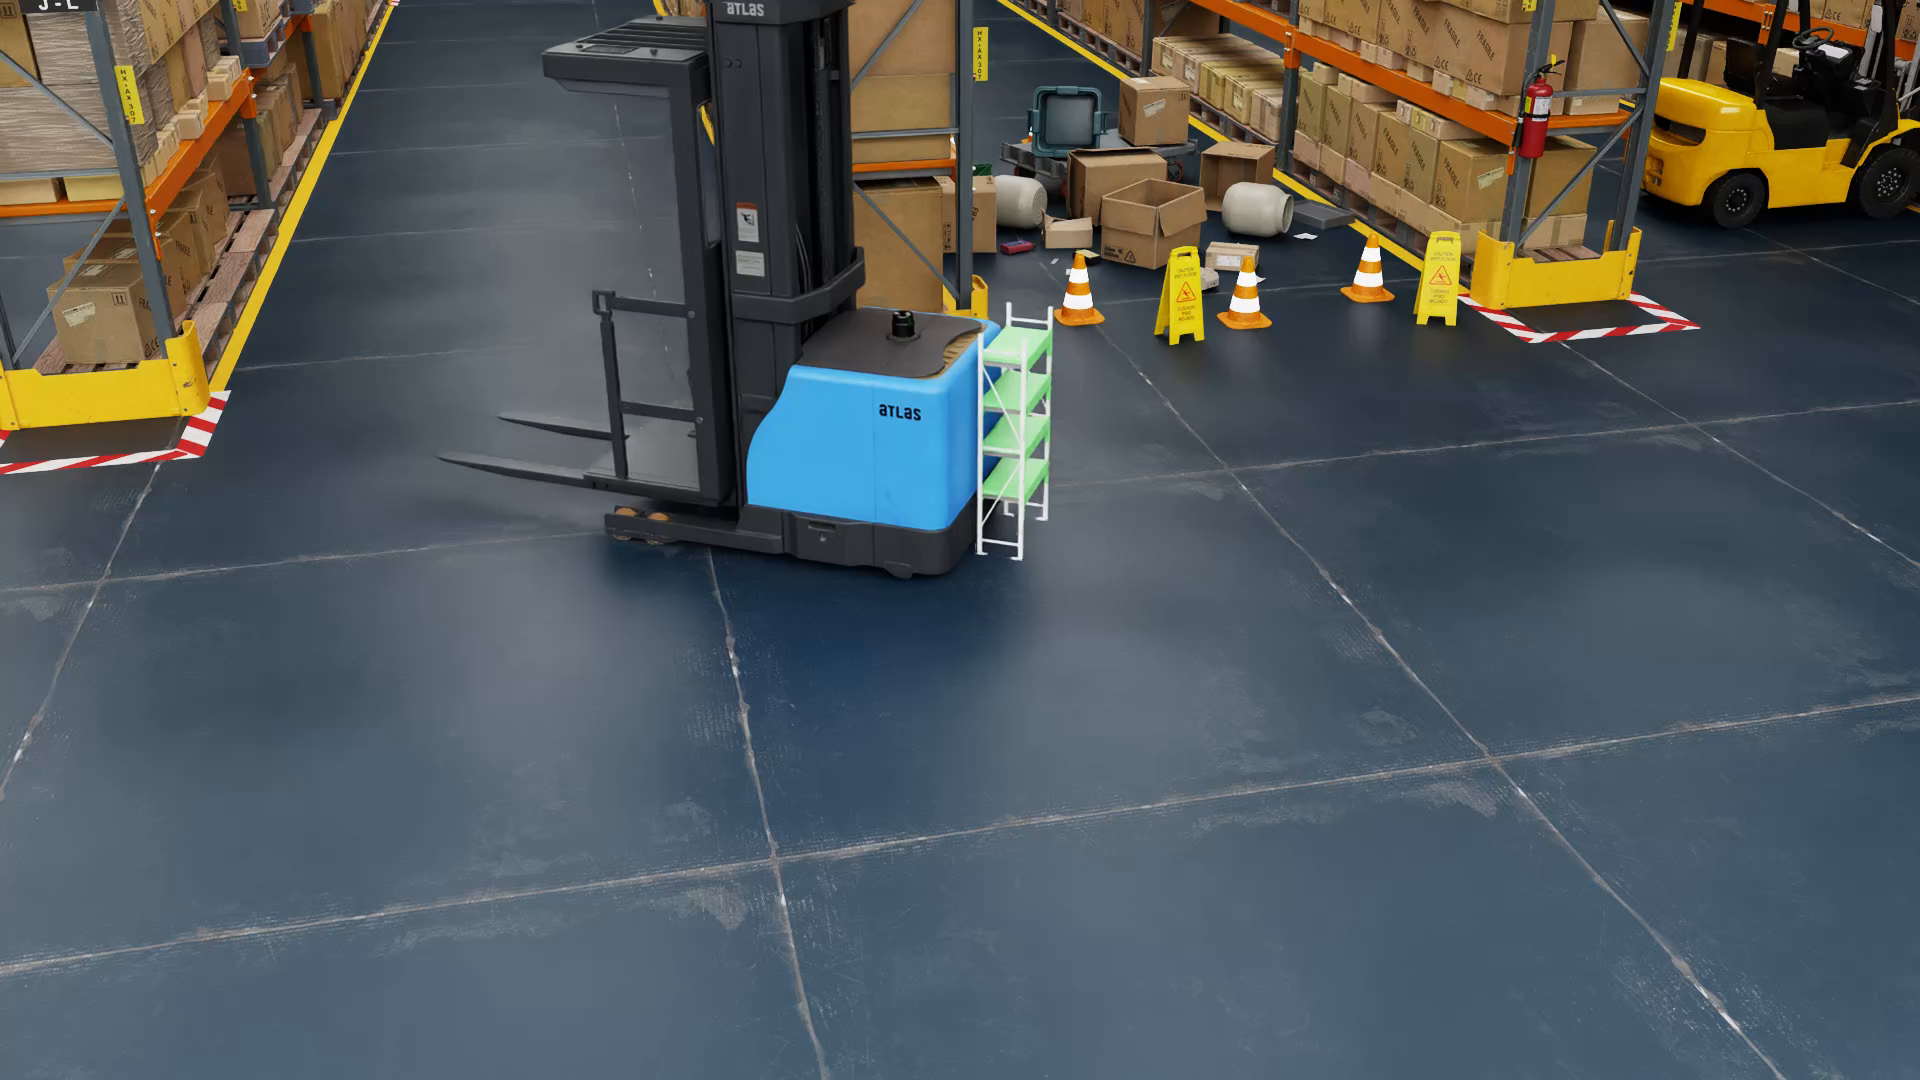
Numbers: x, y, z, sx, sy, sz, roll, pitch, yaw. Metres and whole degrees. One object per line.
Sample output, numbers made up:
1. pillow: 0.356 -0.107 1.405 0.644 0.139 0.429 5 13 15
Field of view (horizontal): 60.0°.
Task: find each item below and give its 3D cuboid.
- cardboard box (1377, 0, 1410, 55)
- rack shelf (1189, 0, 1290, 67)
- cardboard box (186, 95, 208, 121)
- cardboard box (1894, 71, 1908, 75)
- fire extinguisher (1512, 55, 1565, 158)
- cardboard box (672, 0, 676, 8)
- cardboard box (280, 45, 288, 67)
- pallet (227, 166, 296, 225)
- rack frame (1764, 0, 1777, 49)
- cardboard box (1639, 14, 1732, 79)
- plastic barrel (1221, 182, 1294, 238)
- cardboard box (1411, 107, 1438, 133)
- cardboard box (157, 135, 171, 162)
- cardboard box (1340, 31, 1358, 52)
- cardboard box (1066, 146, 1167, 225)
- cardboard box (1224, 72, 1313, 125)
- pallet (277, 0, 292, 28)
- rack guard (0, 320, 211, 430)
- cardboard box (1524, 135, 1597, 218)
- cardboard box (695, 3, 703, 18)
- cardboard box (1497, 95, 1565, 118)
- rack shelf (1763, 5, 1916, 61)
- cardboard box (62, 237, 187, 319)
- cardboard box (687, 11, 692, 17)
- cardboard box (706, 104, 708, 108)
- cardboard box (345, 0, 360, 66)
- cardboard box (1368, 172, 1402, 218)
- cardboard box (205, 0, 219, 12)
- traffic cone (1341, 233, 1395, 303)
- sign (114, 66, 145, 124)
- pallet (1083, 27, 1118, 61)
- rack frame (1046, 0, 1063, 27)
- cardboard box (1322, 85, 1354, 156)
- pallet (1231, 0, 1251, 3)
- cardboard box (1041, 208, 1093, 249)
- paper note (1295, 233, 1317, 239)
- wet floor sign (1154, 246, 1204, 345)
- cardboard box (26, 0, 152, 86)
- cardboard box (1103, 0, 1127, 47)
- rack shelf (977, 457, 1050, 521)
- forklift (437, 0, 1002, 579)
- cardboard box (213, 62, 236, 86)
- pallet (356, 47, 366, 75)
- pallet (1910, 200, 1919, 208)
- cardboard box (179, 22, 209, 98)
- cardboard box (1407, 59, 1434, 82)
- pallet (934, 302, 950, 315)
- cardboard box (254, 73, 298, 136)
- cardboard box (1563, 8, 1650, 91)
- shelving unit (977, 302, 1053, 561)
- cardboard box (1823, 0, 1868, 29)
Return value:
1. cardboard box: 3.678 -4.157 13.215 0.500 0.500 0.500 -6 27 -11
2. rack shelf: 3.030 -5.417 16.952 1.077 0.370 4.000 -6 27 -12
3. cardboard box: -5.516 -3.017 11.678 0.380 0.149 0.250 -6 27 -12
4. cardboard box: 8.348 -4.085 14.991 0.500 0.250 0.500 -5 27 -10
5. fire extinguisher: 3.959 -2.973 11.397 0.296 0.674 0.183 -6 27 -12
6. cardboard box: -3.576 -7.096 21.848 0.380 0.149 0.250 -7 28 -14
7. cardboard box: -6.896 -4.734 16.254 0.500 0.250 0.500 -5 27 -9
8. pallet: -6.351 -2.951 14.362 1.003 0.211 1.213 -6 27 -12
9. rack frame: 8.316 -5.366 16.052 1.000 3.000 0.127 -6 27 -12
10. cardboard box: 7.848 -5.393 18.274 0.875 0.625 0.625 -7 28 -14
11. plastic barrel: 2.442 -2.707 13.644 0.512 0.421 0.421 13 30 24
12. cardboard box: 3.746 -3.279 12.951 0.380 0.149 0.250 -5 27 -11
13. cardboard box: -5.261 -2.466 10.585 0.380 0.149 0.250 -6 27 -12
14. cardboard box: 3.458 -4.246 14.112 0.380 0.149 0.250 -5 27 -10
15. cardboard box: 1.301 -2.974 13.933 0.797 0.637 0.503 -6 27 -12
16. cardboard box: 3.195 -4.420 16.628 0.950 0.372 0.625 -4 27 -8
17. pallet: -6.590 -4.660 14.866 1.003 0.211 1.213 -6 27 -12
18. rack guard: -5.290 -1.015 10.207 1.175 0.500 0.348 -6 27 -12
19. cardboard box: 4.464 -2.792 12.705 0.500 0.500 0.500 -7 28 -13
20. cardboard box: -2.630 -5.749 18.288 0.500 0.250 0.500 -7 28 -13
21. cardboard box: 4.089 -3.135 11.910 0.380 0.149 0.250 -5 27 -10
22. rack shelf: 8.767 -4.167 14.475 1.077 0.370 4.000 -6 27 -12
23. cardboard box: -5.565 -1.704 11.106 0.500 0.500 0.500 1 27 2
24. cardboard box: -2.872 -5.862 19.343 0.500 0.500 0.500 -7 28 -14
25. cardboard box: -2.171 -4.976 17.310 1.050 0.750 0.750 -6 27 -12
26. cardboard box: -7.611 -5.934 19.069 1.225 0.875 0.875 -7 28 -13
27. cardboard box: 3.705 -2.849 13.651 0.500 0.250 0.500 -7 28 -13
28. cardboard box: -5.691 -4.089 11.971 0.500 0.500 0.500 -6 27 -12
29. traffic cone: 3.028 -2.030 12.258 0.336 0.463 0.334 -6 27 -12
30. sign: -4.744 -2.540 9.492 0.100 0.325 0.005 -6 27 -12
31. pallet: 2.204 -6.260 20.918 1.003 0.211 1.213 -6 27 -12
32. rack frame: 1.678 -8.372 22.009 1.000 3.000 0.127 -6 27 -12
33. cardboard box: 3.483 -3.635 14.376 0.500 0.500 0.500 -5 27 -10
34. pallet: 3.065 -5.666 16.859 1.003 0.211 1.213 -6 27 -12
35. cardboard box: 0.863 -2.525 13.458 0.396 0.266 0.258 -1 27 -3
36. paper note: 2.846 -2.502 13.674 0.142 0.019 0.148 -16 31 -29
37. wet floor sign: 1.518 -1.695 11.391 0.267 0.644 0.232 -11 29 -20
38. cardboard box: -5.131 -2.991 9.796 0.500 0.500 0.500 -6 27 -12
39. cardboard box: 2.308 -6.559 20.308 0.875 0.875 0.875 -6 27 -11
40. rack shelf: 0.280 -0.282 8.652 0.258 0.148 0.480 8 28 16
41. forklift: -1.343 -1.495 8.459 3.031 2.935 1.130 8 28 16
42. cardboard box: -5.793 -3.567 12.766 0.380 0.149 0.250 -6 27 -12
43. pallet: -7.730 -5.790 19.987 1.003 0.211 1.213 -6 27 -12
44. pallet: 8.733 -3.231 14.917 1.003 0.211 1.213 -6 27 -12
45. cardboard box: -5.844 -3.395 11.707 0.875 0.500 0.500 -6 27 -12
46. cardboard box: 3.733 -3.689 13.009 0.380 0.149 0.250 -6 27 -12
47. pallet: -0.674 -1.655 11.796 1.003 0.211 1.213 -6 27 -12
48. cardboard box: -6.768 -4.156 15.941 0.700 0.500 0.500 -8 28 -16
49. cardboard box: 4.546 -3.518 11.950 0.500 0.500 0.500 -6 27 -12
50. shelving unit: 0.280 -0.553 8.515 0.258 1.200 0.503 8 28 16
51. cardboard box: 8.295 -4.962 15.142 0.500 0.500 0.500 -5 27 -11
